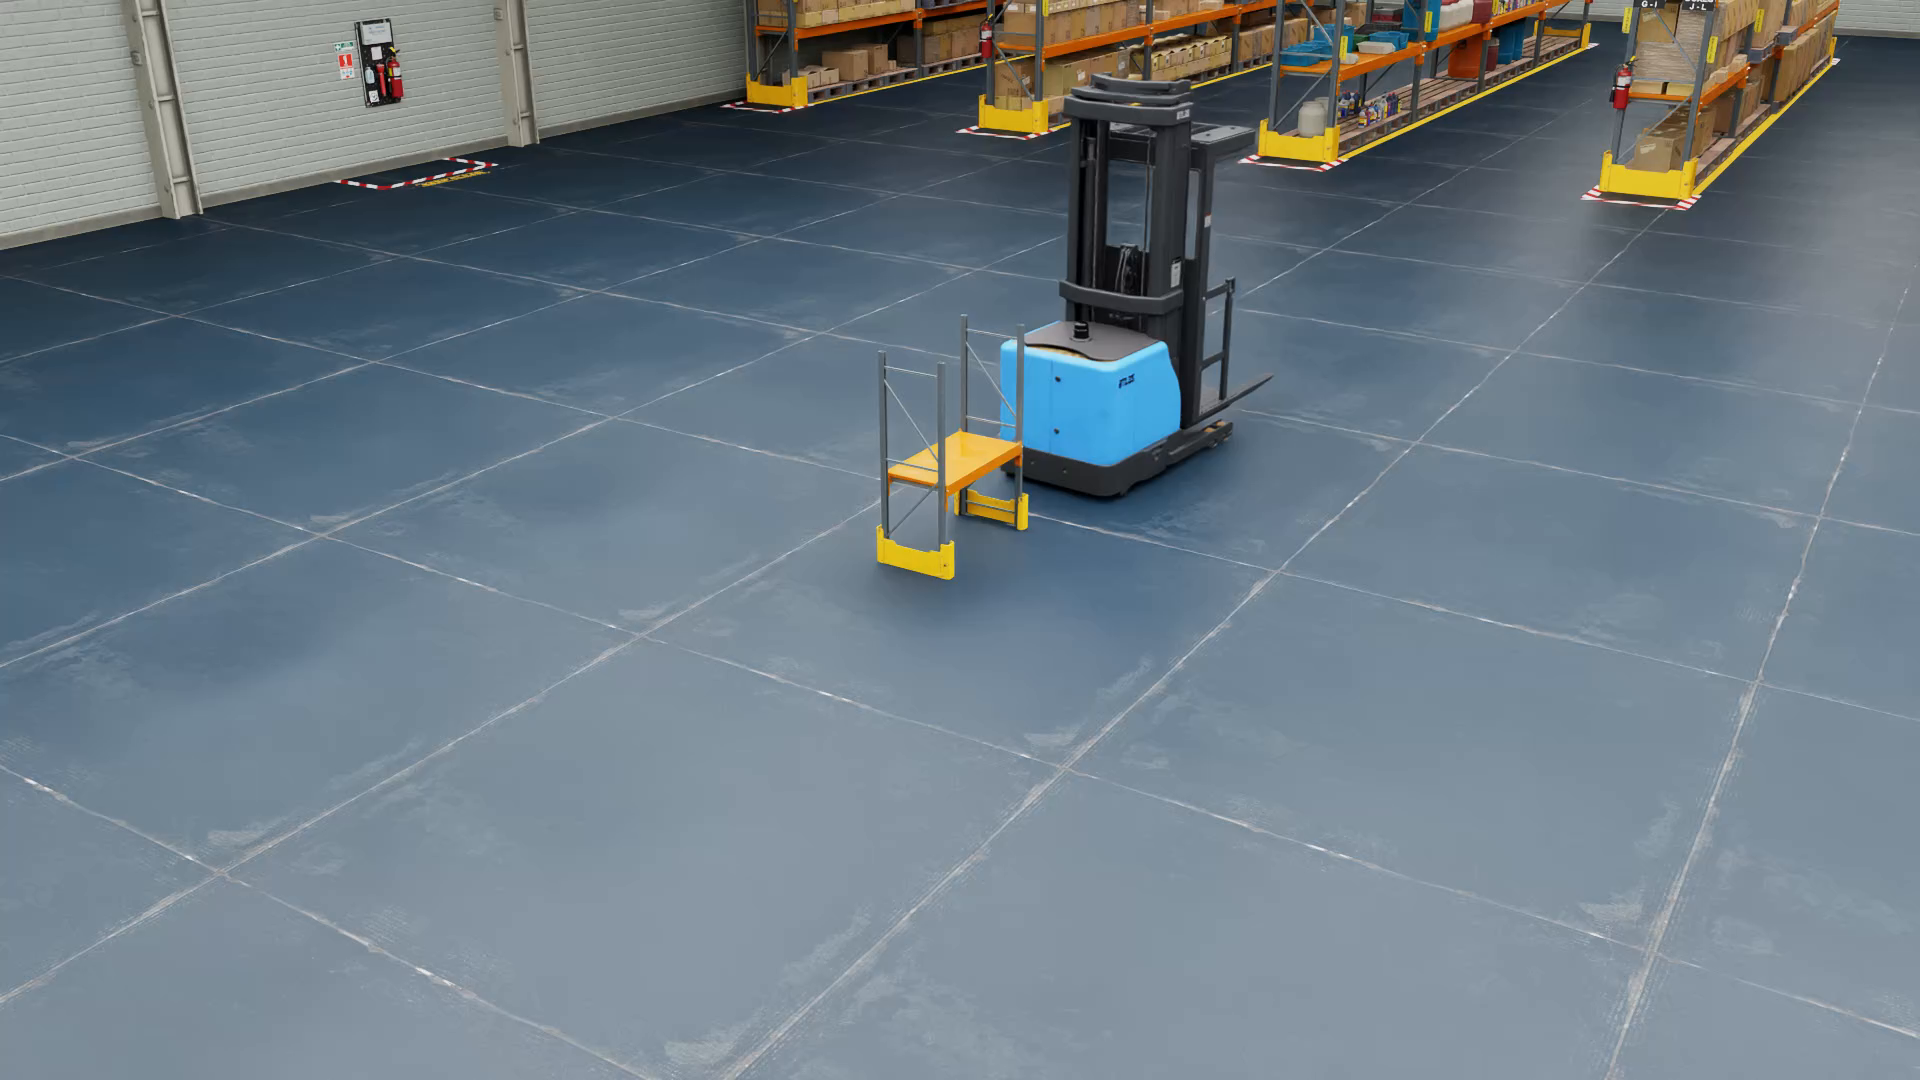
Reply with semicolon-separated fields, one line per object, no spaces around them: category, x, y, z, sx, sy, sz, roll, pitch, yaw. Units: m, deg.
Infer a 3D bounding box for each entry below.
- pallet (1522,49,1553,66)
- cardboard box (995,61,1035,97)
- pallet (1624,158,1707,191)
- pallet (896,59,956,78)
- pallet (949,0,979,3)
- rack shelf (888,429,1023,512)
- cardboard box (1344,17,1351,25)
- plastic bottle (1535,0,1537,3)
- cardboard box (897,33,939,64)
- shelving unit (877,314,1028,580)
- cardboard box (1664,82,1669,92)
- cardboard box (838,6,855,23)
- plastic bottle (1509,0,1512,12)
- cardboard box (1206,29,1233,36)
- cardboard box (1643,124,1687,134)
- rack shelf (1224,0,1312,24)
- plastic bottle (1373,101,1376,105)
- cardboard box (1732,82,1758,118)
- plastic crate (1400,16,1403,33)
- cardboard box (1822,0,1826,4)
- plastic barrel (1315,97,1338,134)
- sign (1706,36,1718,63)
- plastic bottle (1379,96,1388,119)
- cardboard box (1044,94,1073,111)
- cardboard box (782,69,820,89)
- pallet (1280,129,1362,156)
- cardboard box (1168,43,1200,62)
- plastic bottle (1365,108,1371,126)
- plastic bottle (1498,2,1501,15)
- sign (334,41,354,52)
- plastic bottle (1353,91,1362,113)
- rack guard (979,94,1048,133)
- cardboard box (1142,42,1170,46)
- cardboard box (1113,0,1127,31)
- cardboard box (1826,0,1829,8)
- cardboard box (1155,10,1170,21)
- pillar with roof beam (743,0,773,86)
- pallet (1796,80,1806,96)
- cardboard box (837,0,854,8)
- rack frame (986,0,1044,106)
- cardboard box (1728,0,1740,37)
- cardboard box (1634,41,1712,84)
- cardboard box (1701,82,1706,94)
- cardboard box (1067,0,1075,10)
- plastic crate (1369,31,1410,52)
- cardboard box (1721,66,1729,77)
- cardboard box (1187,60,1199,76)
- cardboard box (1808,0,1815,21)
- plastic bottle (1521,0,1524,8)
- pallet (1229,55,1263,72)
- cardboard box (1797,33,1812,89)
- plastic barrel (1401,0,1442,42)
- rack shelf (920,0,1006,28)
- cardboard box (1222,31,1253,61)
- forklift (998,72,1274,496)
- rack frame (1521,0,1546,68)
pallet;11.779;-10.150;34.930;1.003;0.211;1.213;14;27;29
cardboard box;0.918;-7.681;27.705;0.500;0.500;0.500;14;27;29
pallet;9.801;-5.098;23.261;1.003;0.211;1.213;14;27;29
pallet;-0.803;-9.533;33.505;1.003;0.211;1.213;14;27;29
pallet;-0.112;-11.135;33.937;1.003;0.211;1.213;14;27;29
rack shelf;-0.045;-0.494;11.457;0.538;0.185;1.000;14;27;29
cardboard box;8.724;-11.953;38.493;0.500;0.250;0.500;14;27;29
plastic bottle;11.491;-10.916;33.345;0.152;0.276;0.135;14;27;29
cardboard box;-0.838;-9.856;33.334;0.700;0.500;0.500;15;28;31
shelving unit;-0.040;-0.663;11.393;0.587;1.500;1.083;14;27;29
cardboard box;9.409;-6.194;22.598;0.380;0.149;0.250;14;27;29
cardboard box;-2.260;-9.587;30.283;0.500;0.250;0.500;13;27;28
plastic bottle;10.511;-10.266;31.850;0.097;0.271;0.097;0;23;0
cardboard box;5.402;-10.282;34.319;0.500;0.500;0.500;15;28;31
cardboard box;9.932;-5.547;23.406;0.500;0.500;0.500;-20;31;-39
rack shelf;6.163;-11.207;34.769;1.077;0.370;4.000;14;27;29
plastic bottle;6.737;-6.990;26.986;0.061;0.283;0.133;14;27;29
cardboard box;12.611;-7.227;27.261;0.700;0.500;0.500;16;28;33
plastic crate;7.522;-8.903;28.561;0.392;0.384;0.575;14;27;29
cardboard box;16.369;-10.474;31.982;0.500;0.250;0.500;14;27;29
plastic barrel;5.641;-6.582;25.780;0.421;0.512;0.421;0;23;0
sign;9.763;-6.369;21.597;0.100;0.325;0.005;14;27;29
plastic bottle;6.838;-7.008;26.943;0.144;0.351;0.185;14;27;29
cardboard box;1.621;-7.397;27.994;0.500;0.250;0.500;14;27;29
cardboard box;-2.881;-8.382;30.167;0.500;0.311;0.500;11;26;23
pallet;5.527;-6.152;25.696;1.003;0.211;1.213;14;27;29
cardboard box;4.238;-9.307;31.700;0.500;0.311;0.500;15;27;30
plastic bottle;6.450;-6.698;26.311;0.061;0.283;0.133;14;27;30
plastic bottle;10.061;-10.001;31.232;0.152;0.276;0.135;14;27;29
sign;-8.558;-6.860;23.109;0.001;0.109;0.331;14;27;29
plastic bottle;6.548;-7.244;27.488;0.144;0.351;0.185;14;27;29
rack guard;0.875;-7.007;27.307;1.175;0.500;0.348;14;27;29
cardboard box;3.771;-9.411;31.941;0.500;0.311;0.500;13;27;28
cardboard box;2.497;-9.228;29.165;0.700;0.500;0.500;14;27;28
cardboard box;16.754;-10.488;32.517;0.380;0.149;0.250;14;27;30
cardboard box;3.639;-9.653;30.590;0.380;0.149;0.250;14;27;29
pillar with roof beam;-0.031;-11.468;26.913;9.100;9.000;0.400;14;27;29
pallet;15.289;-8.580;31.303;1.003;0.211;1.213;14;27;29
cardboard box;-2.268;-9.920;30.108;0.500;0.500;0.500;13;27;27
rack frame;0.888;-8.163;26.829;1.000;3.000;0.127;14;27;29
cardboard box;10.356;-7.191;22.827;0.500;0.500;0.500;14;27;29
cardboard box;9.616;-6.448;22.368;0.875;0.500;0.500;14;27;29
cardboard box;9.803;-6.097;22.373;0.380;0.149;0.250;14;27;29
cardboard box;1.683;-8.852;27.479;0.380;0.149;0.250;13;27;28
plastic crate;6.851;-7.975;26.583;0.499;0.251;0.616;14;27;29
cardboard box;10.745;-6.683;23.727;0.380;0.149;0.250;14;27;29
cardboard box;4.232;-9.047;31.805;0.500;0.250;0.500;14;27;30
cardboard box;15.350;-9.801;30.488;0.500;0.500;0.500;15;27;31
plastic bottle;10.961;-10.577;32.562;0.152;0.276;0.135;14;27;29
pallet;5.534;-9.827;34.184;1.003;0.211;1.213;14;27;29
cardboard box;14.841;-8.831;30.520;1.225;0.875;0.875;13;27;27
plastic barrel;7.665;-8.770;27.602;0.600;0.901;0.708;14;27;29
rack shelf;-0.157;-10.894;34.045;1.077;0.370;4.000;14;27;29
cardboard box;5.591;-10.011;33.692;0.500;0.500;0.500;15;28;31
forklift;1.576;-2.190;13.120;1.130;2.935;3.031;17;28;33
rack frame;11.424;-11.173;33.784;1.000;3.000;0.127;14;27;29
